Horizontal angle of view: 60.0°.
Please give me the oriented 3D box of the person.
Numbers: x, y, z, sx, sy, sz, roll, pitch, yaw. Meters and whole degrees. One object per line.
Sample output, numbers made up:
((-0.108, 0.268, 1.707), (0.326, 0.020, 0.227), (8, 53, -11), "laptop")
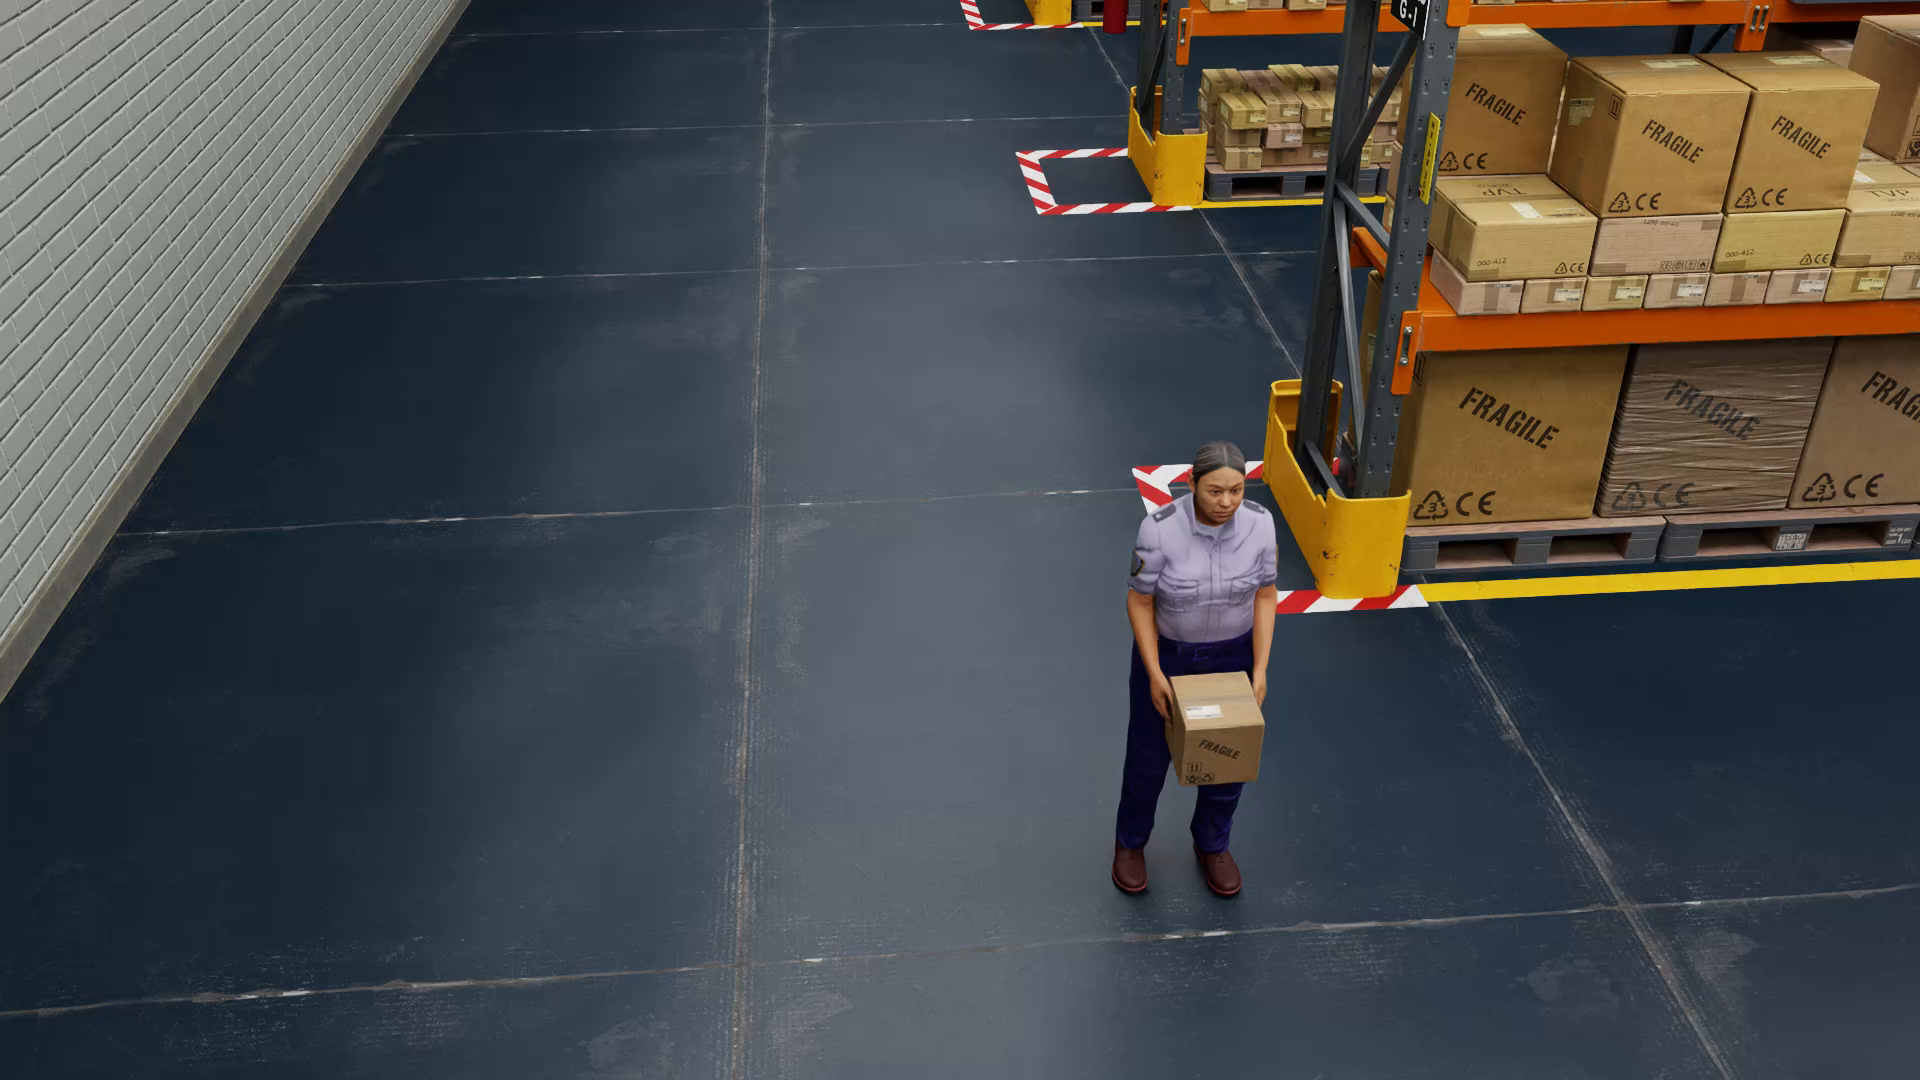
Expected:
((0.778, 0.433, 5.425), (0.510, 1.656, 0.386), (-3, 31, -5), "person")
